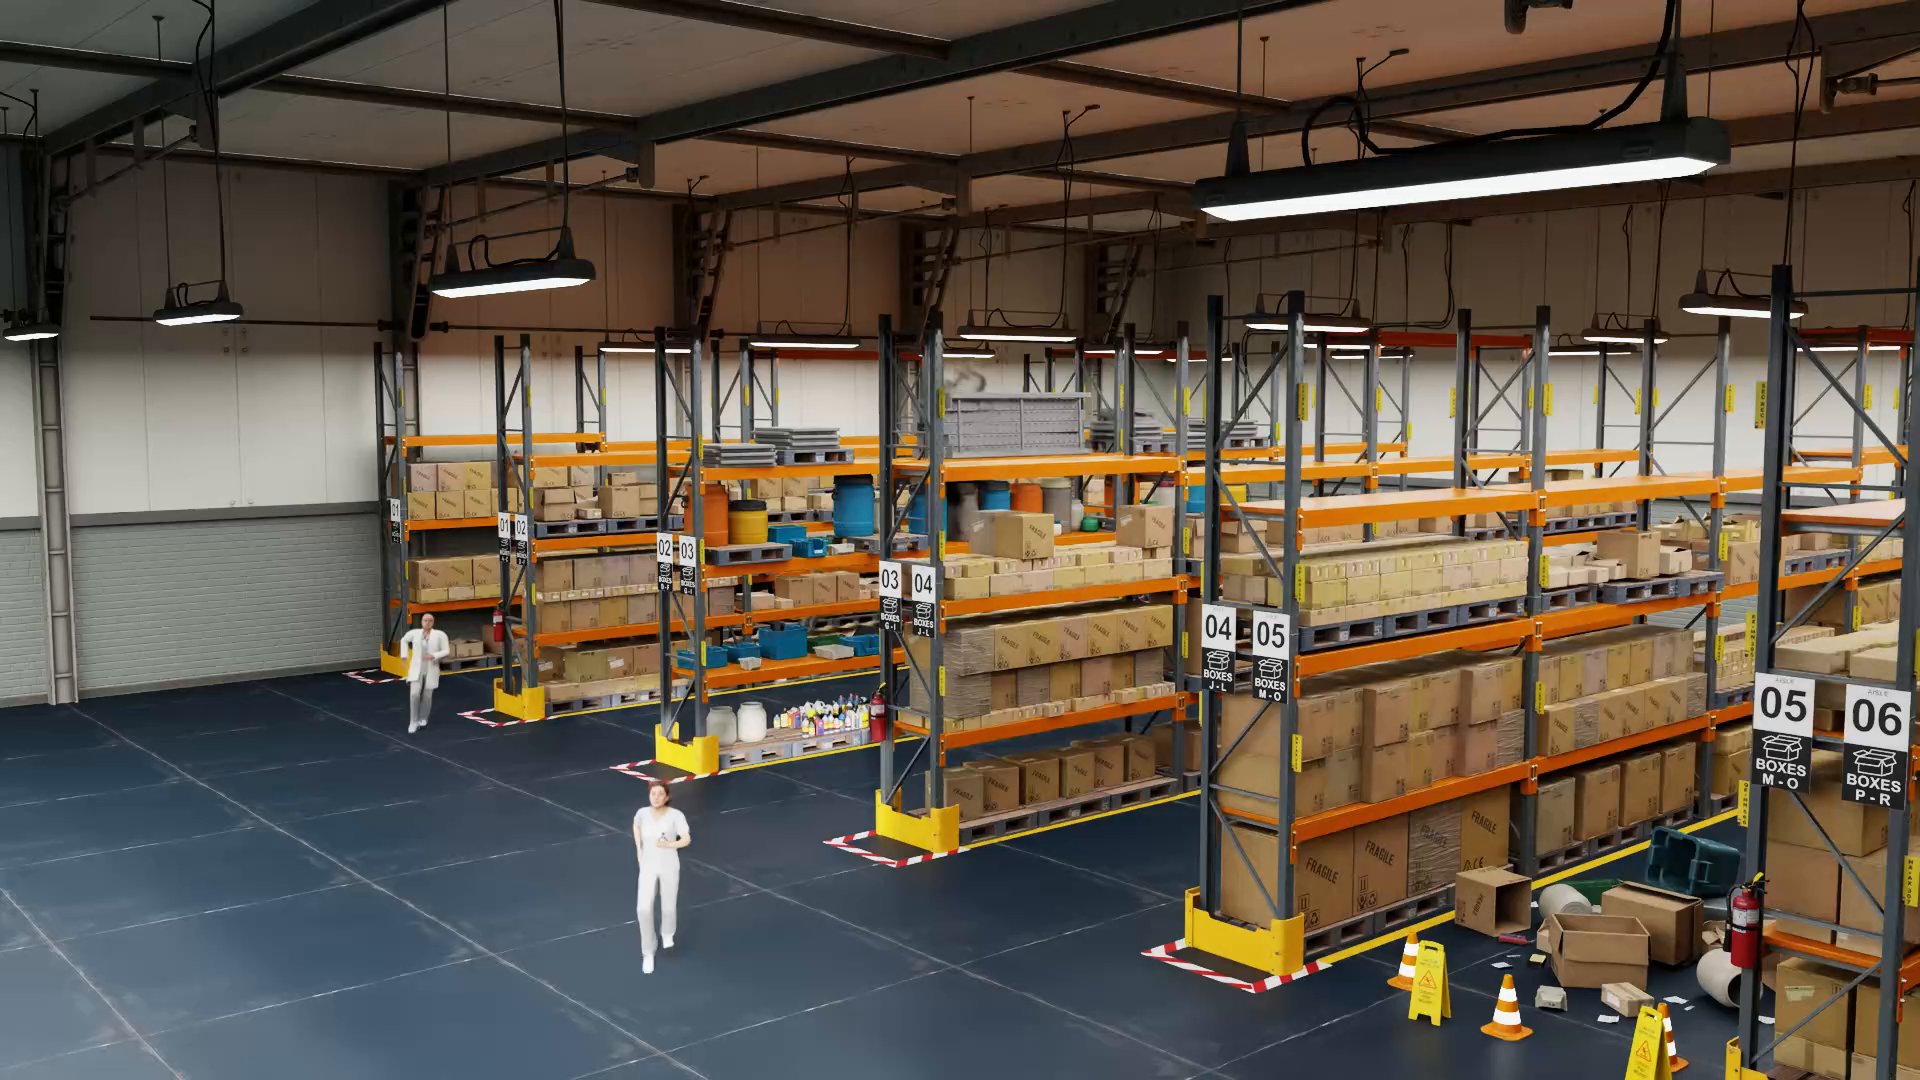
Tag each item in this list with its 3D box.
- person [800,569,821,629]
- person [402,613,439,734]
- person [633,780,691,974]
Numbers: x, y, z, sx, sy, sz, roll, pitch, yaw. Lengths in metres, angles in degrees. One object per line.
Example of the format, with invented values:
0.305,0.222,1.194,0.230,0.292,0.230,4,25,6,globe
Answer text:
-2.889,1.393,32.463,0.621,1.657,0.548,4,7,39,person
-8.086,2.012,25.183,0.679,1.810,0.701,-2,5,-17,person
-2.681,2.987,14.988,0.545,1.707,0.787,0,5,-3,person
